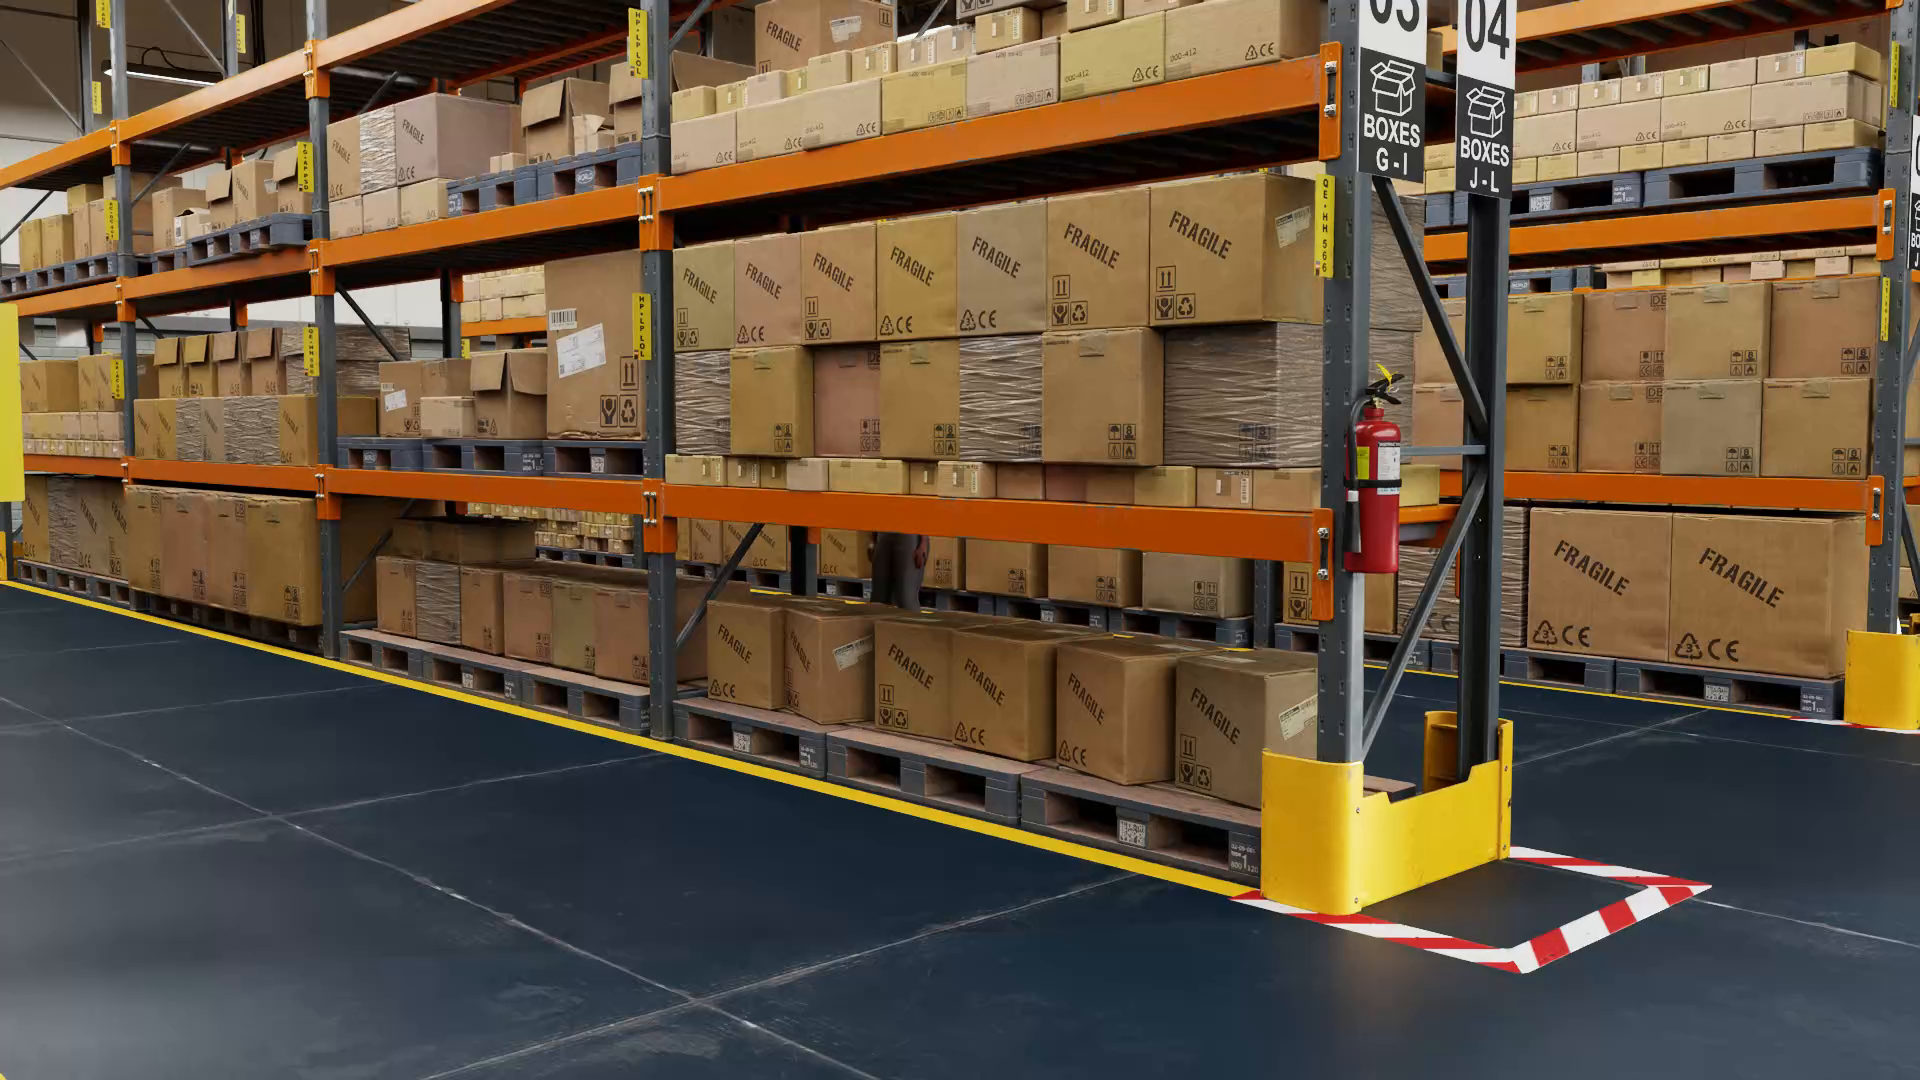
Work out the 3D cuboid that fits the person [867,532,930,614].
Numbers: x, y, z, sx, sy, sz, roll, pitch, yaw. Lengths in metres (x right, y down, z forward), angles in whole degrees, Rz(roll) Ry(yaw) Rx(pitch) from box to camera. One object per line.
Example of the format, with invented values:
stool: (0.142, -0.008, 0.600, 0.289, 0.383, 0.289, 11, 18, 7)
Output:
person: (-0.402, 0.028, 10.685, 0.530, 1.653, 0.352, 4, 5, 42)
